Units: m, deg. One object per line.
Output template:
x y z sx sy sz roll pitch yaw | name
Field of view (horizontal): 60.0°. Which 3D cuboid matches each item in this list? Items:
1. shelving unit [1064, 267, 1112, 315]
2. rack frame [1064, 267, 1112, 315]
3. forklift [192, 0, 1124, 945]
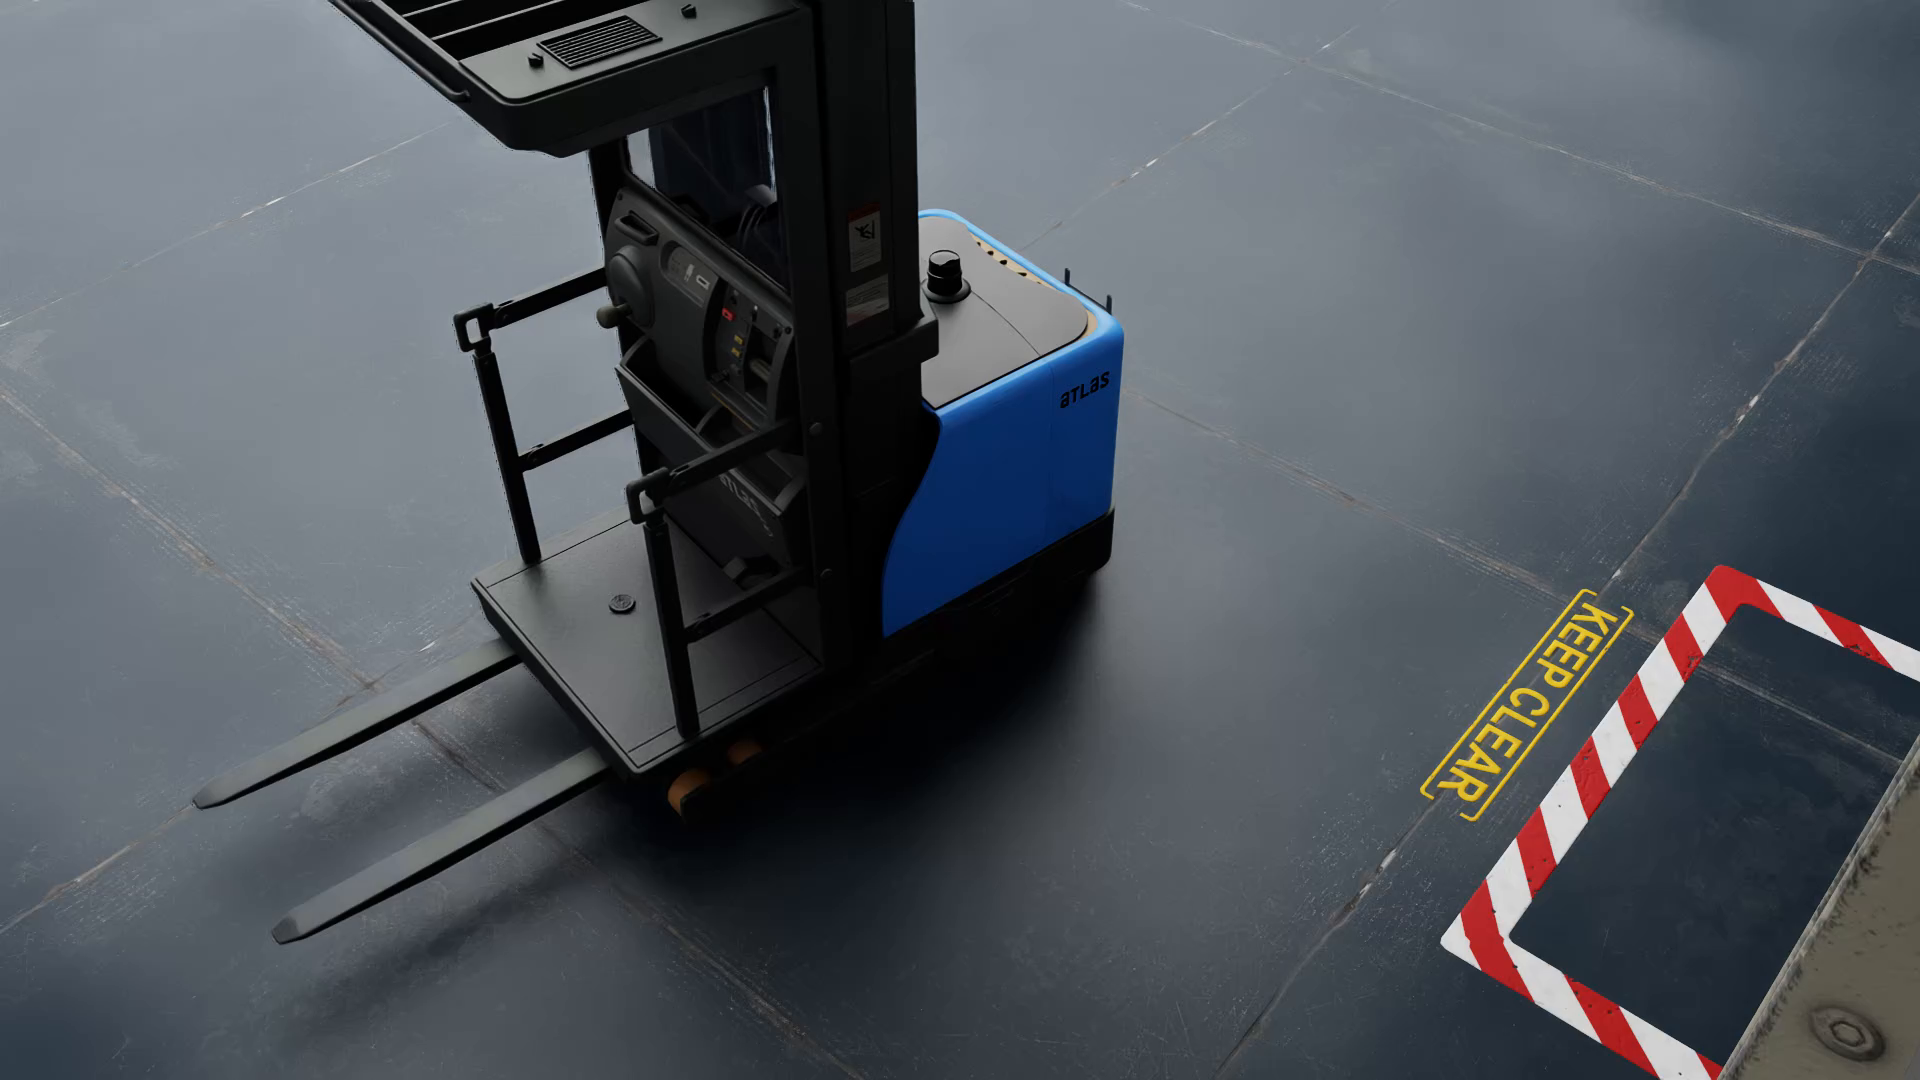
0.371 -0.528 6.083 0.210 0.900 0.258 -28 49 -28 | shelving unit
0.450 -0.571 6.130 0.006 0.900 0.240 -28 49 -28 | rack frame
-0.919 -0.613 4.666 3.031 2.935 1.130 -28 49 -28 | forklift
